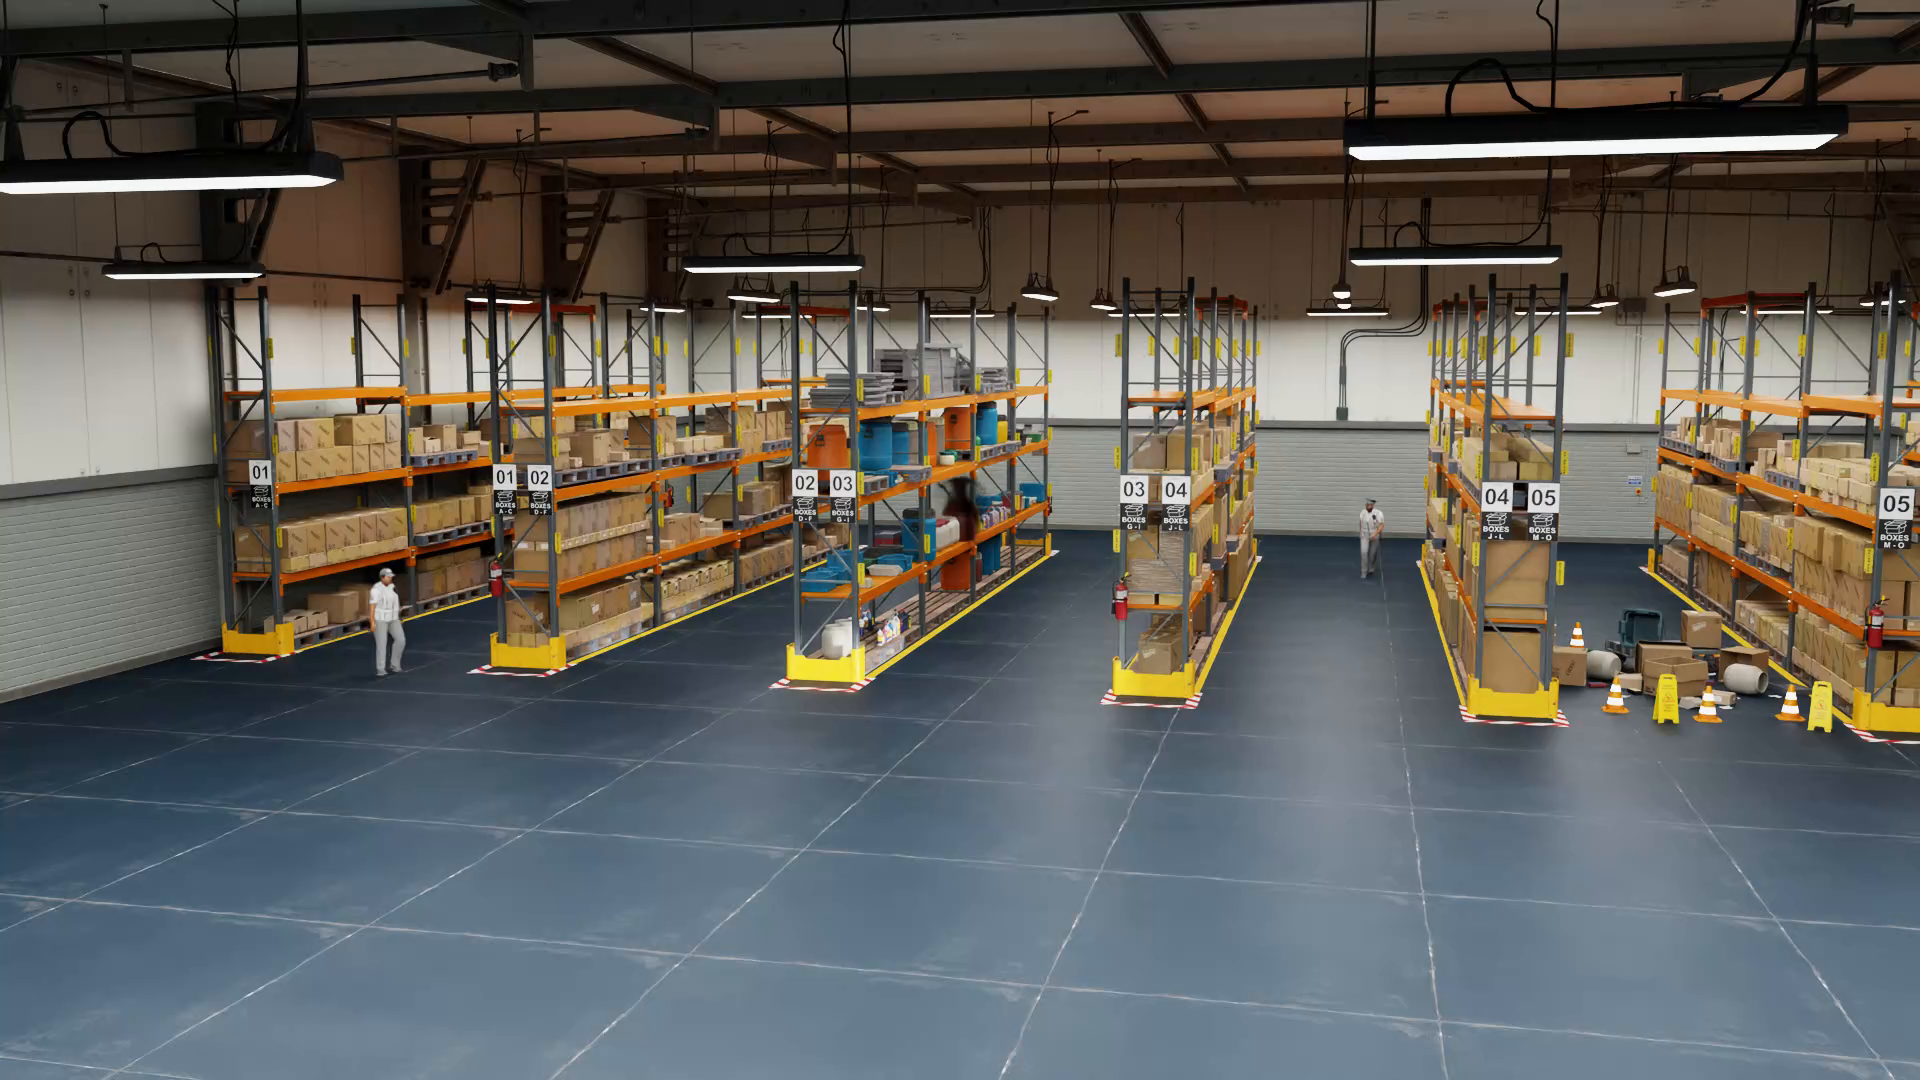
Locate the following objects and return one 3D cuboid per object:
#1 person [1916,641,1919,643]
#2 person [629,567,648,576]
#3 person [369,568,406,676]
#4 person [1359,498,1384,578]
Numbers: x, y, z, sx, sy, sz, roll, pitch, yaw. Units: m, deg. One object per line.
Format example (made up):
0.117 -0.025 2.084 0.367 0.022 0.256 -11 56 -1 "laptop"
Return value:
14.933 1.261 25.641 0.492 1.645 0.581 -2 7 -20 "person"
-6.836 0.111 35.062 0.612 1.776 0.434 -4 8 -29 "person"
-8.875 1.275 25.657 0.448 1.713 0.614 4 8 30 "person"
9.086 -0.048 36.752 0.529 1.776 0.947 2 7 14 "person"
